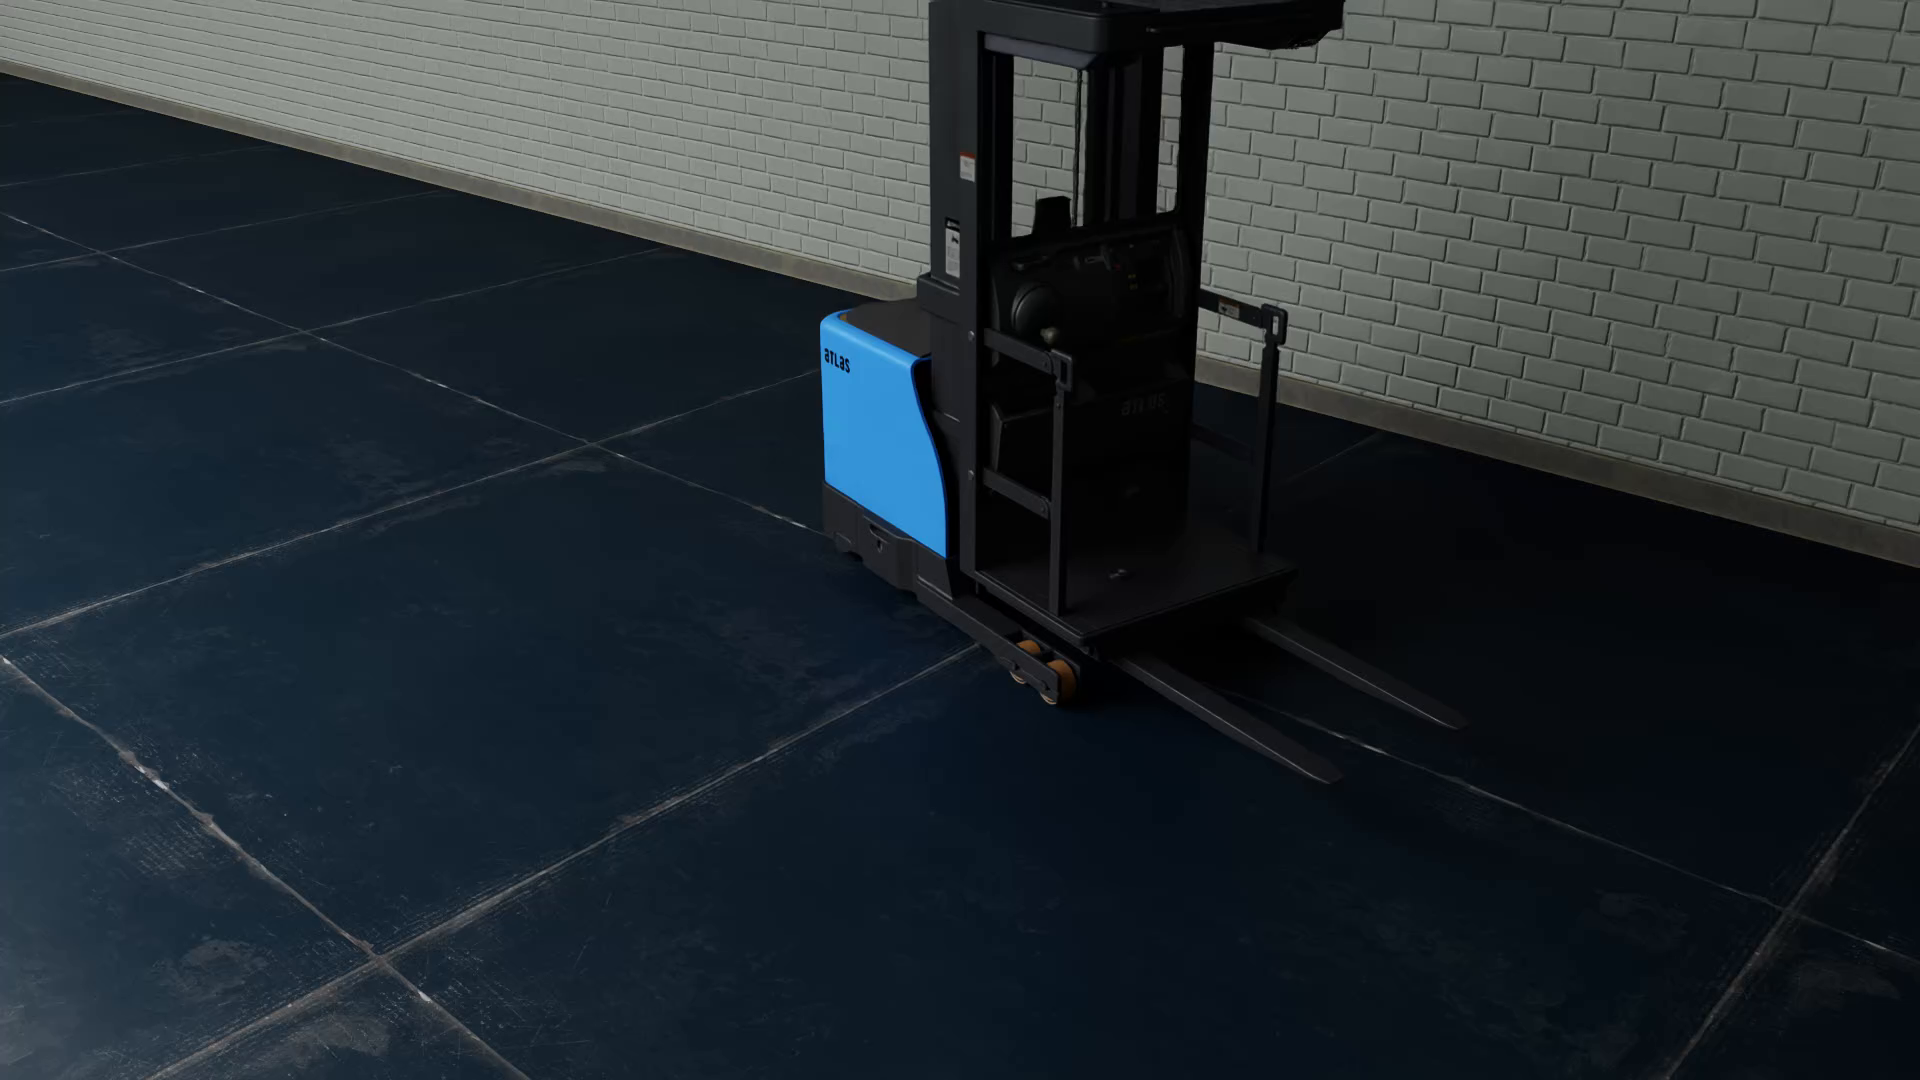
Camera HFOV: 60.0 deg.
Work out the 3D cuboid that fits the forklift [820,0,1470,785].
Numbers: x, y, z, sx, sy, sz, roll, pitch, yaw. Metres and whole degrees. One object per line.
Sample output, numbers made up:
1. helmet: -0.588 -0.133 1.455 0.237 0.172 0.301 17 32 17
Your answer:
1. forklift: 0.619 -0.942 6.131 1.130 2.935 3.031 -15 28 -31
